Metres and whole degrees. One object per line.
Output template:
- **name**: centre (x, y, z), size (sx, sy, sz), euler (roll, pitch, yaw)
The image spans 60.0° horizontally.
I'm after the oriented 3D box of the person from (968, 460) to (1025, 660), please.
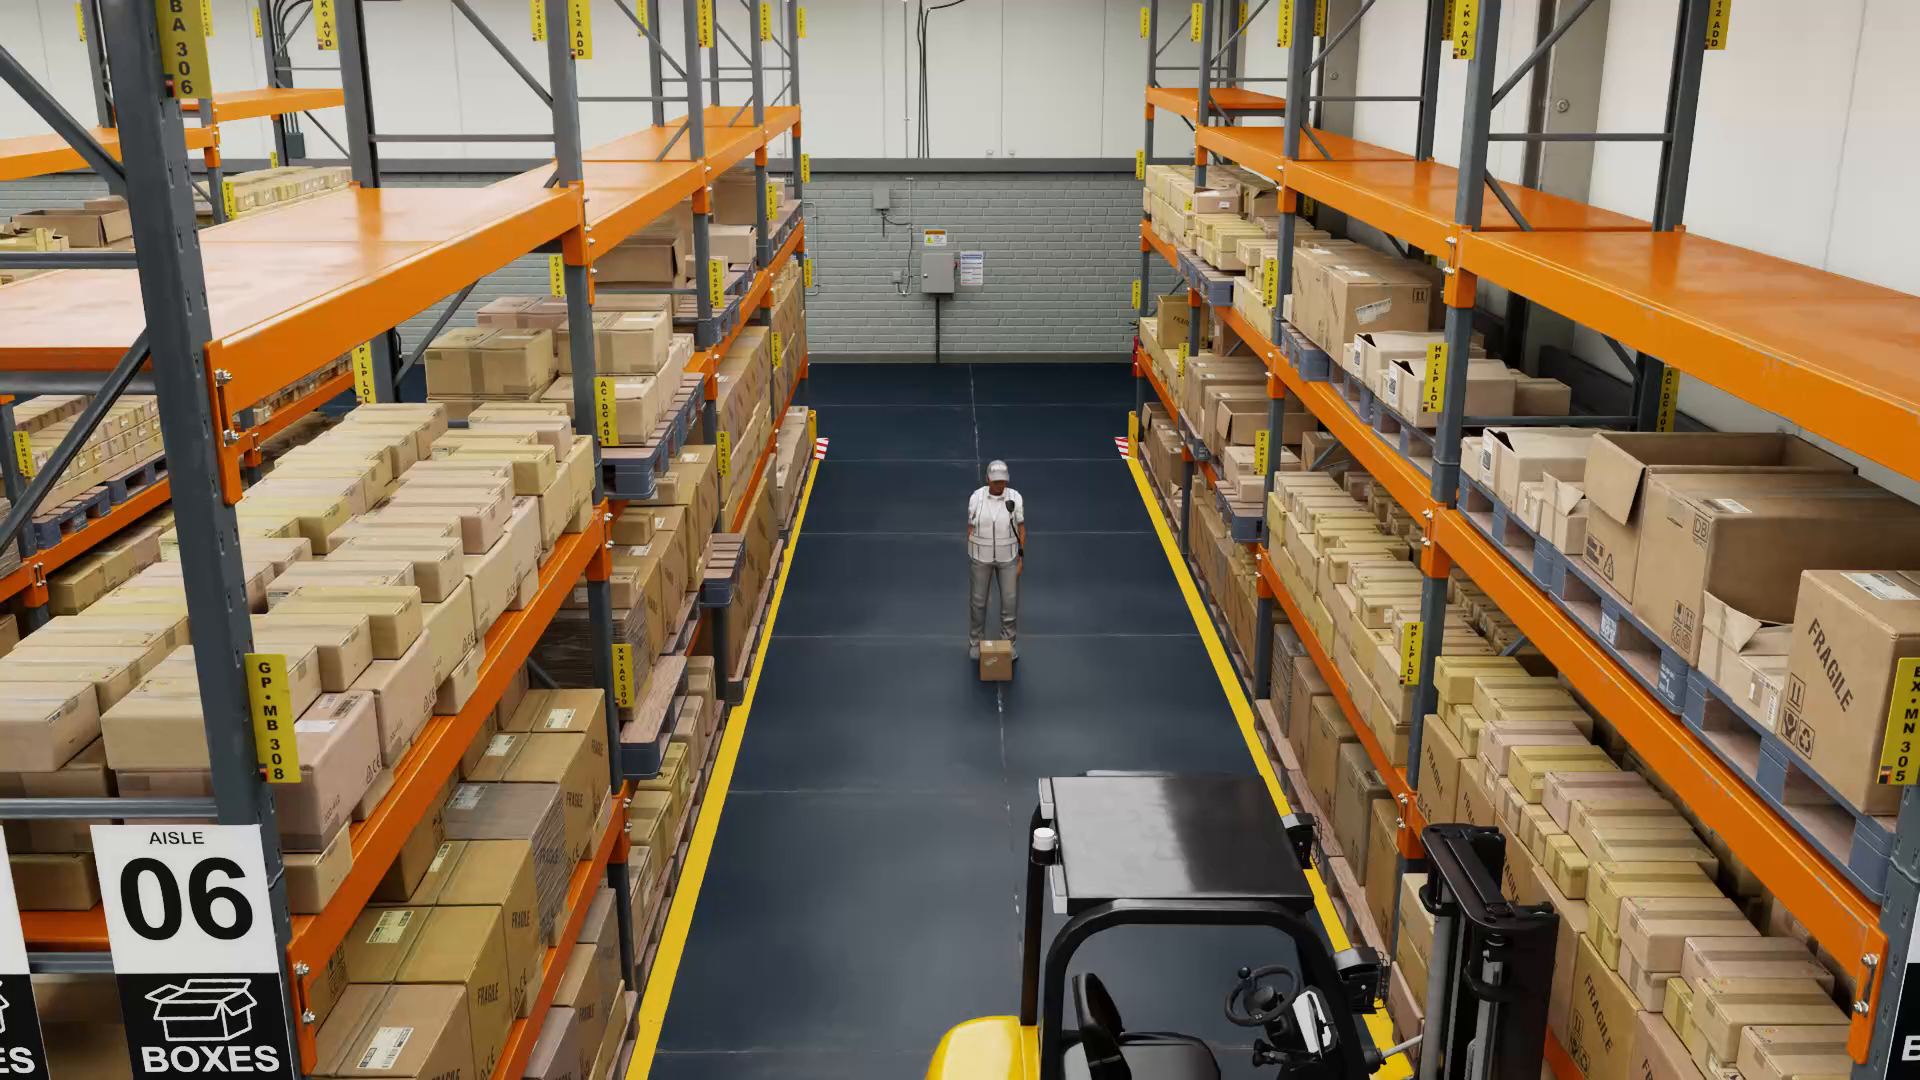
- **person**: centre (0.297, 0.171, 13.547), size (0.468, 1.684, 0.390), euler (0, 17, 1)
